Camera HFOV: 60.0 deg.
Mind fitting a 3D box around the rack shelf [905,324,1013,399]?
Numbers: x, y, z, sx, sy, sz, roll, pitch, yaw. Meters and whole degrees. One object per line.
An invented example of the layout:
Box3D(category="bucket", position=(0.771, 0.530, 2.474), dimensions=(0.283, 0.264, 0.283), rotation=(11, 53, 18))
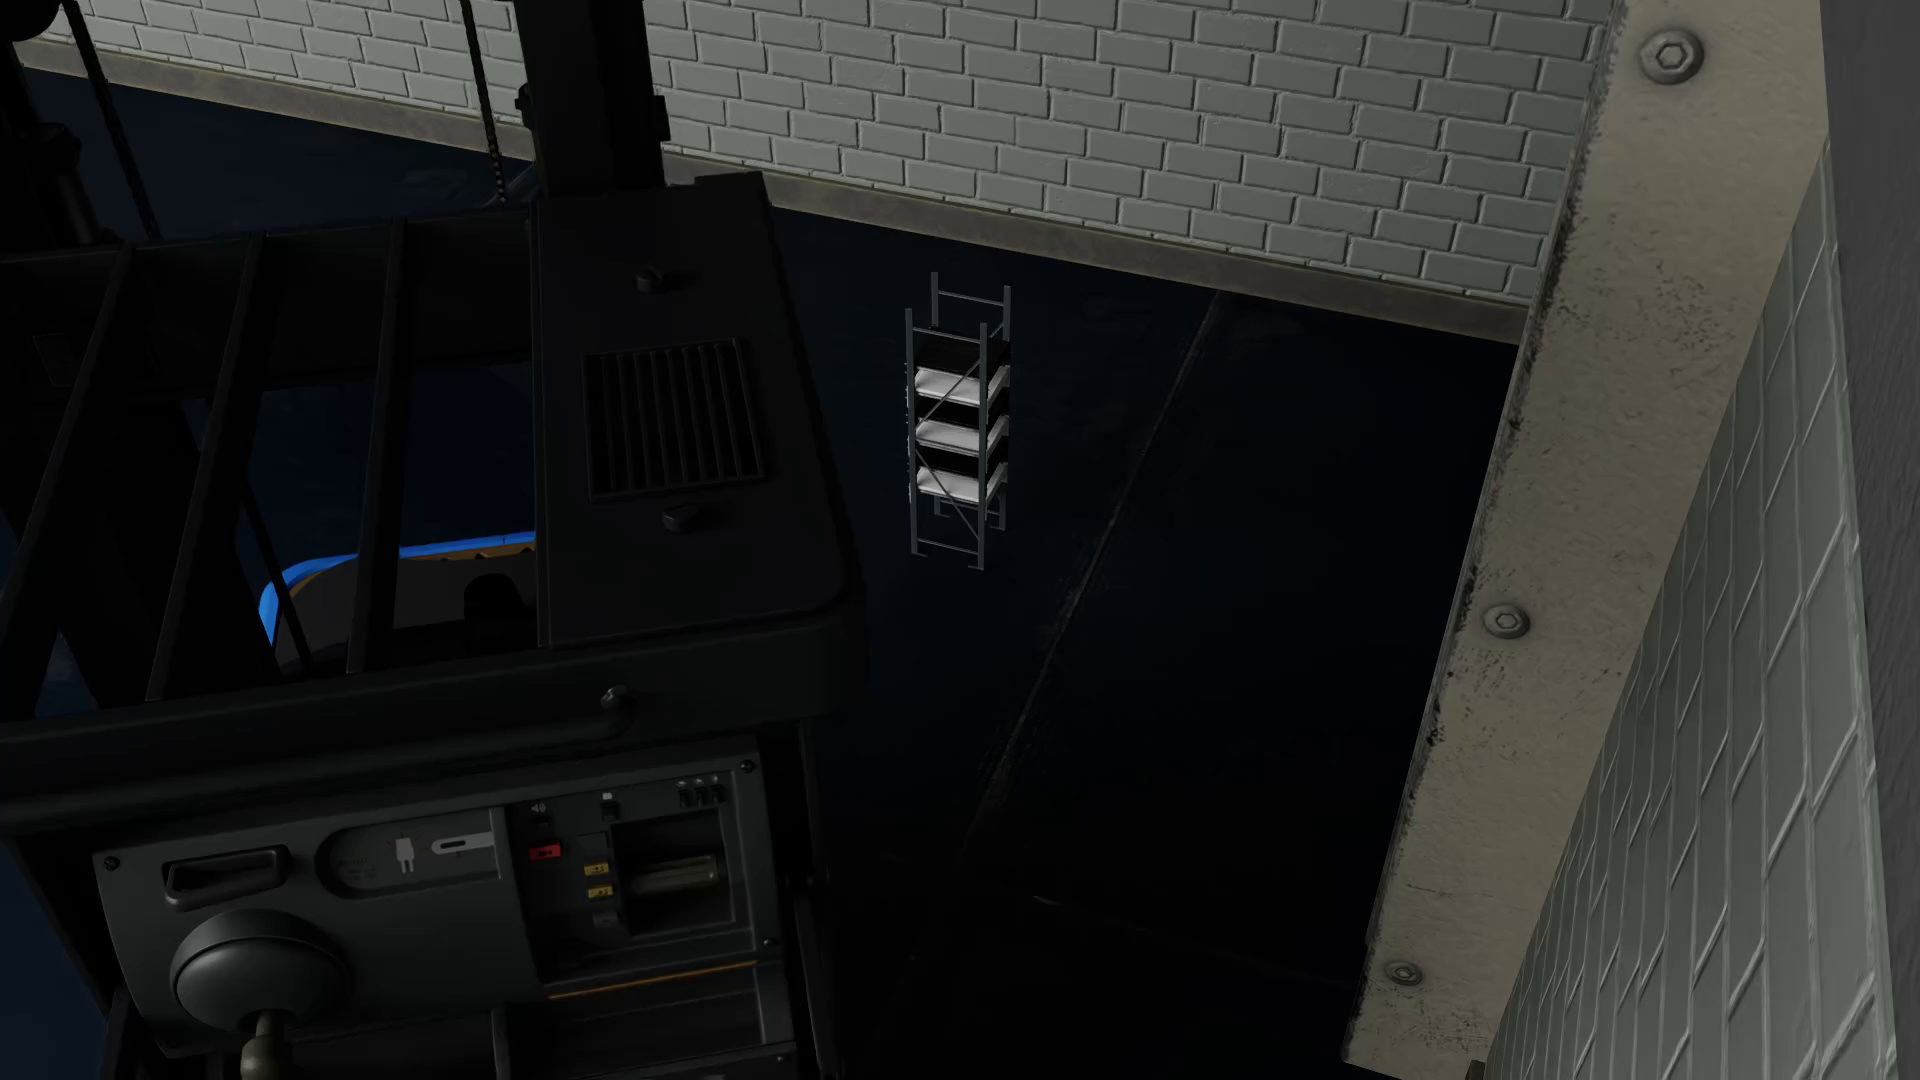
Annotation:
Box3D(category="rack shelf", position=(-0.003, -0.517, 4.799), dimensions=(0.258, 0.077, 0.200), rotation=(13, 42, 15))

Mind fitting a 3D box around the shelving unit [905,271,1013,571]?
Box3D(category="shelving unit", position=(-0.003, -0.337, 4.952), dimensions=(0.258, 0.900, 0.210), rotation=(13, 42, 15))

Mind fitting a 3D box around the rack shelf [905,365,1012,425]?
Box3D(category="rack shelf", position=(-0.003, -0.449, 4.857), dimensions=(0.258, 0.077, 0.200), rotation=(13, 42, 15))

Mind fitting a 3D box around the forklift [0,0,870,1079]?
Box3D(category="forklift", position=(-0.695, 0.620, 2.265), dimensions=(1.130, 2.935, 3.031), rotation=(-8, 41, -9))

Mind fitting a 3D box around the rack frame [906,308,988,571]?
Box3D(category="rack frame", position=(-0.038, -0.275, 4.879), dimensions=(0.240, 0.900, 0.006), rotation=(13, 42, 15))

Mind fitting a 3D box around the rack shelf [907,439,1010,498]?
Box3D(category="rack shelf", position=(-0.003, -0.244, 5.032), dimensions=(0.258, 0.077, 0.200), rotation=(13, 42, 15))

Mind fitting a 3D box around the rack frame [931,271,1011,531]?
Box3D(category="rack frame", position=(0.032, -0.399, 5.025), dimensions=(0.240, 0.900, 0.006), rotation=(13, 42, 15))

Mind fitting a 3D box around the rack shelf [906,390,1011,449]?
Box3D(category="rack shelf", position=(-0.003, -0.381, 4.915), dimensions=(0.258, 0.077, 0.200), rotation=(13, 42, 15))

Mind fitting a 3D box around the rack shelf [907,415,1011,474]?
Box3D(category="rack shelf", position=(-0.003, -0.312, 4.974), dimensions=(0.258, 0.077, 0.200), rotation=(13, 42, 15))

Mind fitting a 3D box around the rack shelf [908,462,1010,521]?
Box3D(category="rack shelf", position=(-0.003, -0.175, 5.091), dimensions=(0.258, 0.077, 0.200), rotation=(13, 42, 15))

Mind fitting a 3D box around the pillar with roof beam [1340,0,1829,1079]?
Box3D(category="pillar with roof beam", position=(-2.956, -3.264, 2.143), dimensions=(9.100, 9.000, 0.400), rotation=(13, 42, 15))
